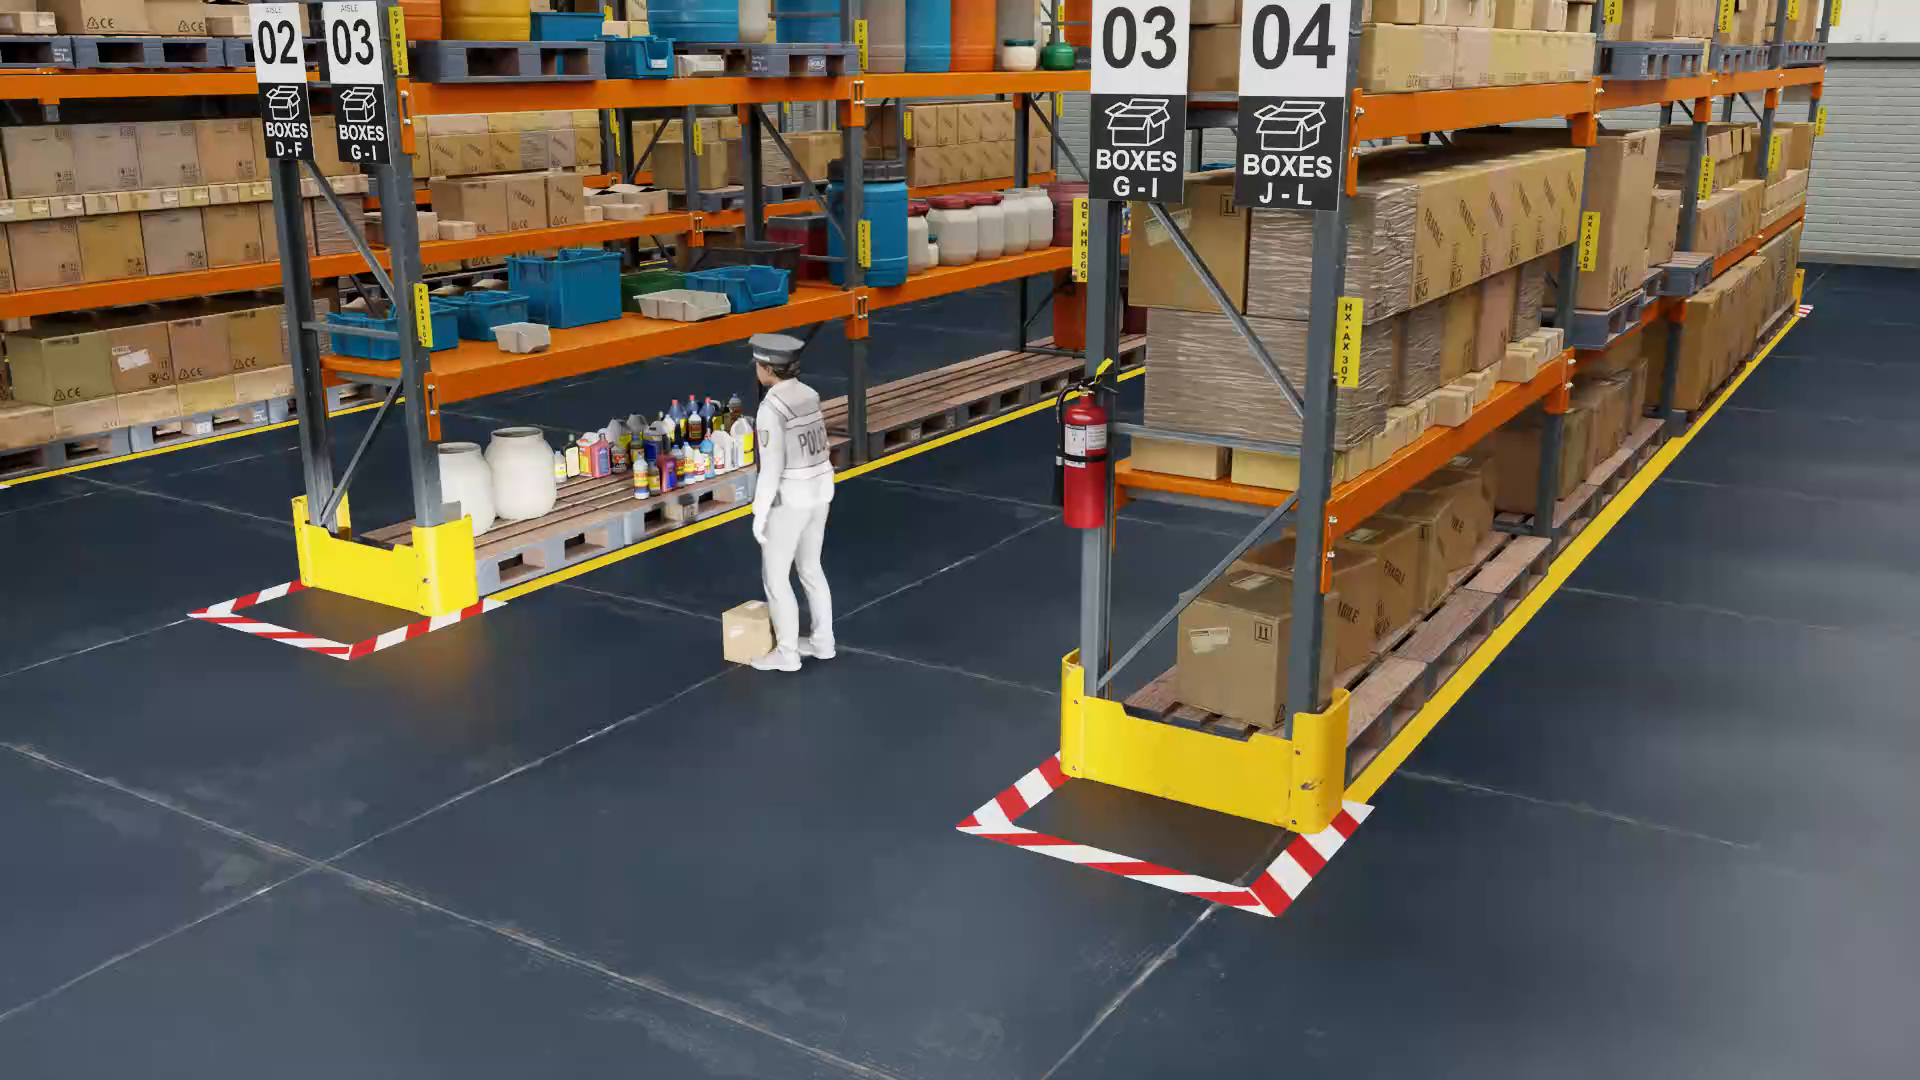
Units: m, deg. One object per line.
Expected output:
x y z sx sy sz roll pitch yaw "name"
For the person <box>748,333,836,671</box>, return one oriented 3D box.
-0.838 -0.173 8.114 0.406 1.667 0.545 9 18 28 "person"
